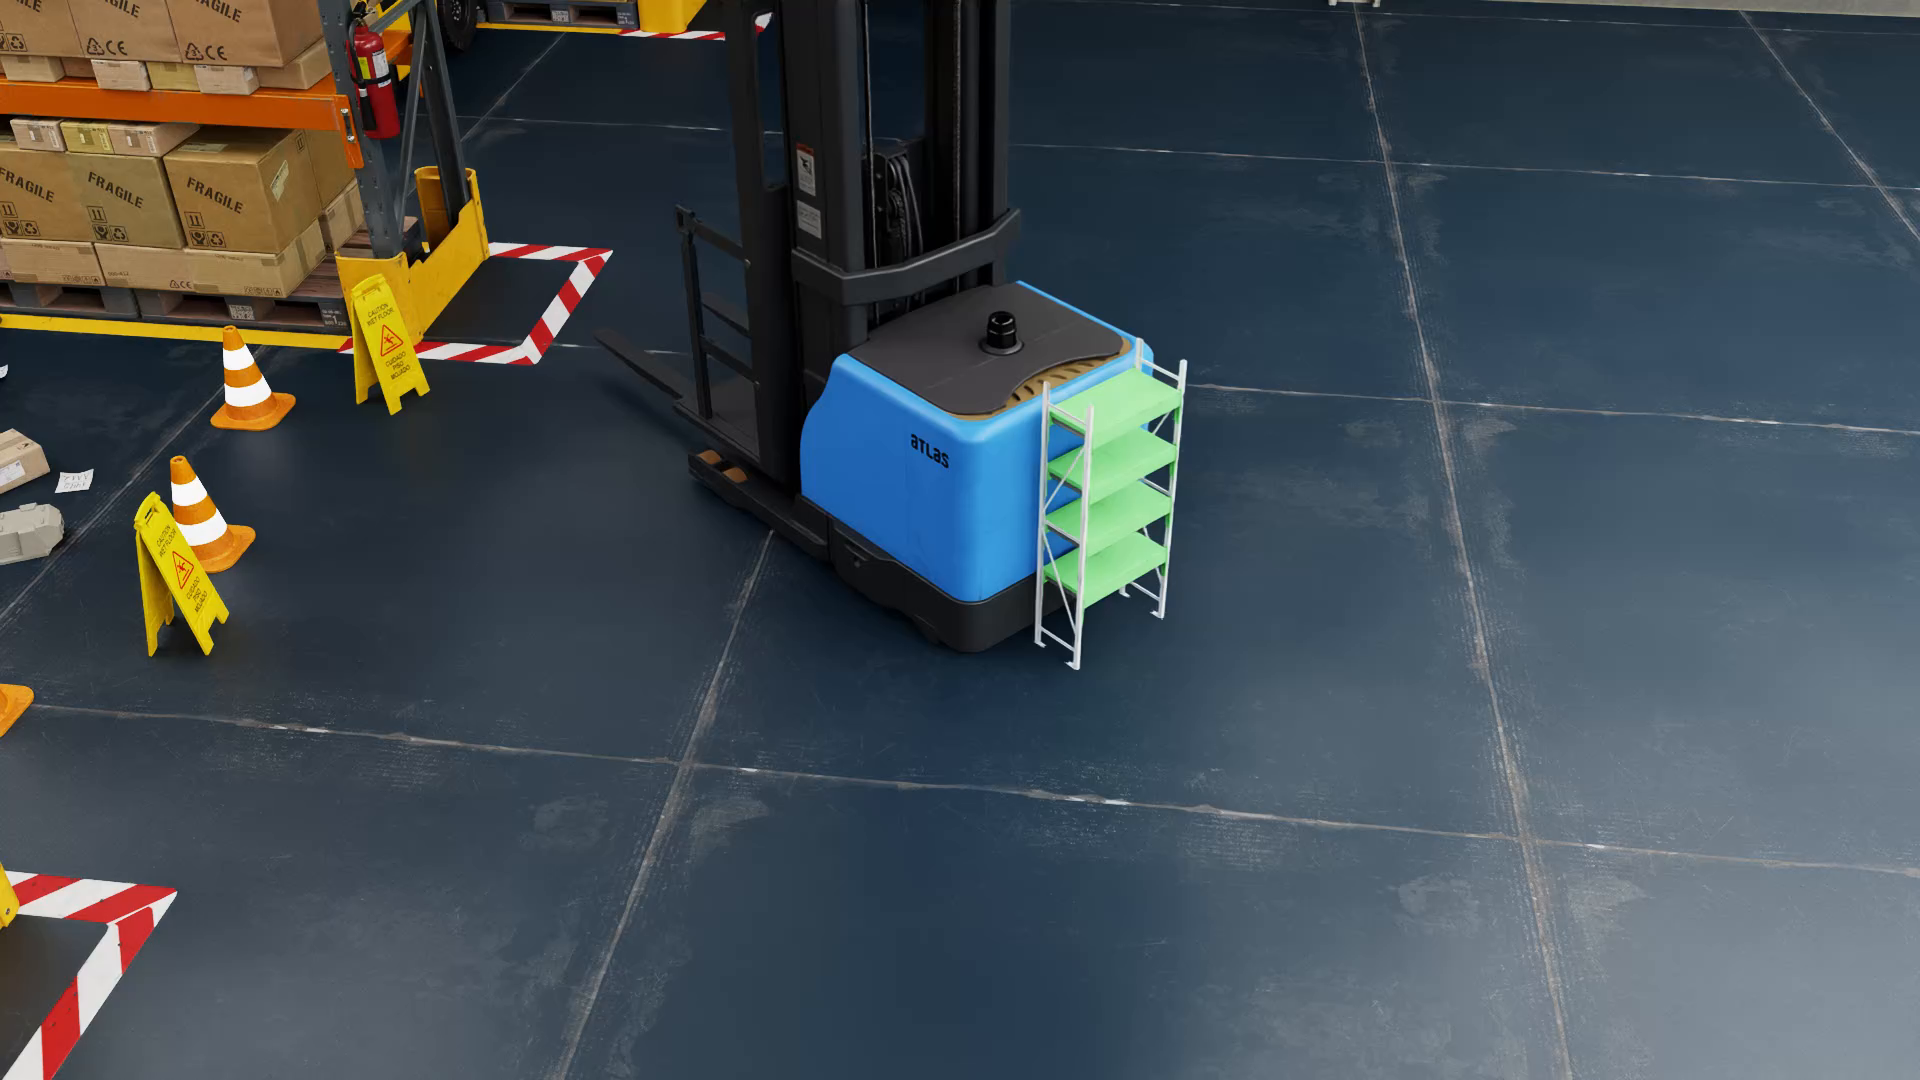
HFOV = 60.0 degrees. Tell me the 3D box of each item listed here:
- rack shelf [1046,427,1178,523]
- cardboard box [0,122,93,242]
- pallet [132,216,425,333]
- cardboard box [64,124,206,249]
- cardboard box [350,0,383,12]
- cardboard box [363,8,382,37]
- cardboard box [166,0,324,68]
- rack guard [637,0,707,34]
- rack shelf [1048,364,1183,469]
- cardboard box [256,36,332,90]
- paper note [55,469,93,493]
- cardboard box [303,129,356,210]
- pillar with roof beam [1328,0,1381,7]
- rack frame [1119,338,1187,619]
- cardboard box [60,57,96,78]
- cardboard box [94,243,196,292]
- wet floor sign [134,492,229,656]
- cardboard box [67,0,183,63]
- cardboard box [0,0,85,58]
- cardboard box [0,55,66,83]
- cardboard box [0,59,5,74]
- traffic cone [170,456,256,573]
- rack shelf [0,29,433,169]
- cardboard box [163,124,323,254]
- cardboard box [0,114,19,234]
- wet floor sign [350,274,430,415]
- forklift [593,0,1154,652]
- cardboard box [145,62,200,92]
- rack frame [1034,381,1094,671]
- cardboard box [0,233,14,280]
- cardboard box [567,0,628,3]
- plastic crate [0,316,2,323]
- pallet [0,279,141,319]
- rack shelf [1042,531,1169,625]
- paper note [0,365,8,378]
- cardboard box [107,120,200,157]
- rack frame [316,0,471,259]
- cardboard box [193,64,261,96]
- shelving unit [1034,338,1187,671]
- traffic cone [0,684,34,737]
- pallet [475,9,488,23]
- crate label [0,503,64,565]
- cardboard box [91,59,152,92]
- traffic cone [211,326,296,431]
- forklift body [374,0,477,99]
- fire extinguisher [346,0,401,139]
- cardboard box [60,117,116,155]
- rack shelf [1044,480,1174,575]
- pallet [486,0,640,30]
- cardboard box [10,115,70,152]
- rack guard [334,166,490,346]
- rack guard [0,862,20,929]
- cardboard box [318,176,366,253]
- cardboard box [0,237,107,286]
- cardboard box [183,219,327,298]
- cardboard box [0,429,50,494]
[{"bbox_3d":[0.566,-0.267,6.288,0.480,0.148,0.258,-27,44,-33],"label":"rack shelf"},{"bbox_3d":[-4.705,-1.902,8.693,0.500,0.500,0.500,3,36,5],"label":"cardboard box"},{"bbox_3d":[-3.736,-1.509,9.183,1.213,0.211,1.003,4,36,6],"label":"pallet"},{"bbox_3d":[-4.205,-1.861,8.635,0.500,0.500,0.500,6,36,8],"label":"cardboard box"},{"bbox_3d":[-3.294,-2.915,8.409,0.500,0.500,0.500,4,36,5],"label":"cardboard box"},{"bbox_3d":[-3.170,-2.600,8.527,0.250,0.149,0.380,4,36,6],"label":"cardboard box"},{"bbox_3d":[-3.433,-2.601,7.970,0.500,0.500,0.500,4,36,5],"label":"cardboard box"},{"bbox_3d":[-2.207,-4.399,12.983,0.348,0.500,1.175,4,36,6],"label":"rack guard"},{"bbox_3d":[0.566,-0.462,6.149,0.480,0.148,0.258,-27,44,-33],"label":"rack shelf"},{"bbox_3d":[-3.257,-2.360,8.191,0.250,0.149,0.380,5,36,8],"label":"cardboard box"},{"bbox_3d":[-4.050,-0.272,7.605,0.142,0.019,0.148,-7,36,-10],"label":"paper note"},{"bbox_3d":[-3.648,-2.135,9.020,0.500,0.500,0.500,3,36,4],"label":"cardboard box"},{"bbox_3d":[2.596,-5.506,7.219,0.400,9.000,9.100,4,36,6],"label":"pillar with roof beam"},{"bbox_3d":[0.748,-0.218,6.523,0.015,1.200,0.240,-27,44,-33],"label":"rack frame"},{"bbox_3d":[-4.270,-2.448,8.314,0.250,0.149,0.380,5,36,7],"label":"cardboard box"},{"bbox_3d":[-4.208,-1.557,8.855,0.500,0.250,0.500,4,36,6],"label":"cardboard box"},{"bbox_3d":[-3.109,0.121,6.525,0.232,0.644,0.267,-2,36,-2],"label":"wet floor sign"},{"bbox_3d":[-3.929,-2.641,8.026,0.500,0.500,0.500,4,36,6],"label":"cardboard box"},{"bbox_3d":[-4.424,-2.680,8.081,0.500,0.500,0.500,4,36,6],"label":"cardboard box"},{"bbox_3d":[-4.535,-2.414,8.267,0.250,0.149,0.380,4,36,5],"label":"cardboard box"},{"bbox_3d":[-4.771,-2.484,8.365,0.250,0.149,0.380,4,36,6],"label":"cardboard box"},{"bbox_3d":[-3.254,-0.149,7.061,0.334,0.463,0.336,4,36,6],"label":"traffic cone"},{"bbox_3d":[-4.843,-2.413,8.668,4.000,0.370,1.077,4,36,6],"label":"rack shelf"},{"bbox_3d":[-3.687,-1.824,8.583,0.500,0.500,0.500,4,36,6],"label":"cardboard box"},{"bbox_3d":[-5.229,-1.939,8.745,0.500,0.500,0.500,6,36,8],"label":"cardboard box"},{"bbox_3d":[-2.807,-0.969,8.052,0.232,0.644,0.267,17,39,22],"label":"wet floor sign"},{"bbox_3d":[-0.584,-1.527,6.866,1.130,2.935,3.031,-27,44,-33],"label":"forklift"},{"bbox_3d":[-3.774,-2.346,8.171,0.250,0.149,0.380,4,36,5],"label":"cardboard box"},{"bbox_3d":[0.384,-0.029,6.258,0.015,1.200,0.240,-27,44,-33],"label":"rack frame"},{"bbox_3d":[-5.218,-1.636,8.965,0.500,0.250,0.500,4,36,5],"label":"cardboard box"},{"bbox_3d":[-2.737,-4.323,12.730,0.500,0.250,0.500,5,36,6],"label":"cardboard box"},{"bbox_3d":[-5.374,-1.077,8.690,0.583,0.080,0.402,-7,36,-10],"label":"plastic crate"},{"bbox_3d":[-4.942,-1.601,9.311,1.213,0.211,1.003,4,36,6],"label":"pallet"},{"bbox_3d":[0.566,0.123,6.567,0.480,0.148,0.258,-27,44,-33],"label":"rack shelf"},{"bbox_3d":[-4.899,-0.837,8.396,0.148,0.019,0.142,-7,36,-10],"label":"paper note"},{"bbox_3d":[-4.060,-2.076,8.379,0.250,0.149,0.380,5,36,7],"label":"cardboard box"},{"bbox_3d":[-2.859,-2.558,8.252,0.127,3.000,1.000,4,36,6],"label":"rack frame"},{"bbox_3d":[-3.523,-2.315,8.128,0.250,0.149,0.380,4,36,5],"label":"cardboard box"},{"bbox_3d":[0.566,-0.124,6.391,0.503,1.200,0.258,-27,44,-33],"label":"shelving unit"},{"bbox_3d":[-3.735,0.477,6.184,0.334,0.463,0.336,4,36,6],"label":"traffic cone"},{"bbox_3d":[-4.201,-4.407,13.244,1.213,0.211,1.003,4,36,6],"label":"pallet"},{"bbox_3d":[-4.042,-0.039,7.187,0.298,0.136,0.250,-14,38,-18],"label":"crate label"},{"bbox_3d":[-4.034,-2.348,8.174,0.250,0.149,0.380,5,36,7],"label":"cardboard box"},{"bbox_3d":[-3.450,-0.814,7.992,0.334,0.463,0.336,4,36,6],"label":"traffic cone"},{"bbox_3d":[-4.344,-4.162,11.230,1.214,2.155,2.313,4,36,6],"label":"forklift body"},{"bbox_3d":[-2.804,-2.252,7.890,0.183,0.674,0.296,4,36,6],"label":"fire extinguisher"},{"bbox_3d":[-4.309,-2.097,8.407,0.250,0.149,0.380,5,36,7],"label":"cardboard box"},{"bbox_3d":[0.566,-0.072,6.428,0.480,0.148,0.258,-27,44,-33],"label":"rack shelf"},{"bbox_3d":[-2.995,-4.316,13.115,1.213,0.211,1.003,4,36,6],"label":"pallet"},{"bbox_3d":[-4.570,-2.117,8.436,0.250,0.149,0.380,6,36,8],"label":"cardboard box"},{"bbox_3d":[-2.935,-1.546,8.986,0.348,0.500,1.175,4,36,6],"label":"rack guard"},{"bbox_3d":[-3.366,1.321,4.969,0.348,0.500,1.175,4,36,6],"label":"rack guard"},{"bbox_3d":[-3.624,-1.829,9.236,0.500,0.250,0.500,4,36,6],"label":"cardboard box"},{"bbox_3d":[-4.728,-1.593,8.905,0.500,0.250,0.500,3,36,4],"label":"cardboard box"},{"bbox_3d":[-3.719,-1.516,8.798,0.500,0.250,0.500,4,36,6],"label":"cardboard box"},{"bbox_3d":[-4.416,-0.331,7.585,0.250,0.149,0.380,24,42,30],"label":"cardboard box"}]
